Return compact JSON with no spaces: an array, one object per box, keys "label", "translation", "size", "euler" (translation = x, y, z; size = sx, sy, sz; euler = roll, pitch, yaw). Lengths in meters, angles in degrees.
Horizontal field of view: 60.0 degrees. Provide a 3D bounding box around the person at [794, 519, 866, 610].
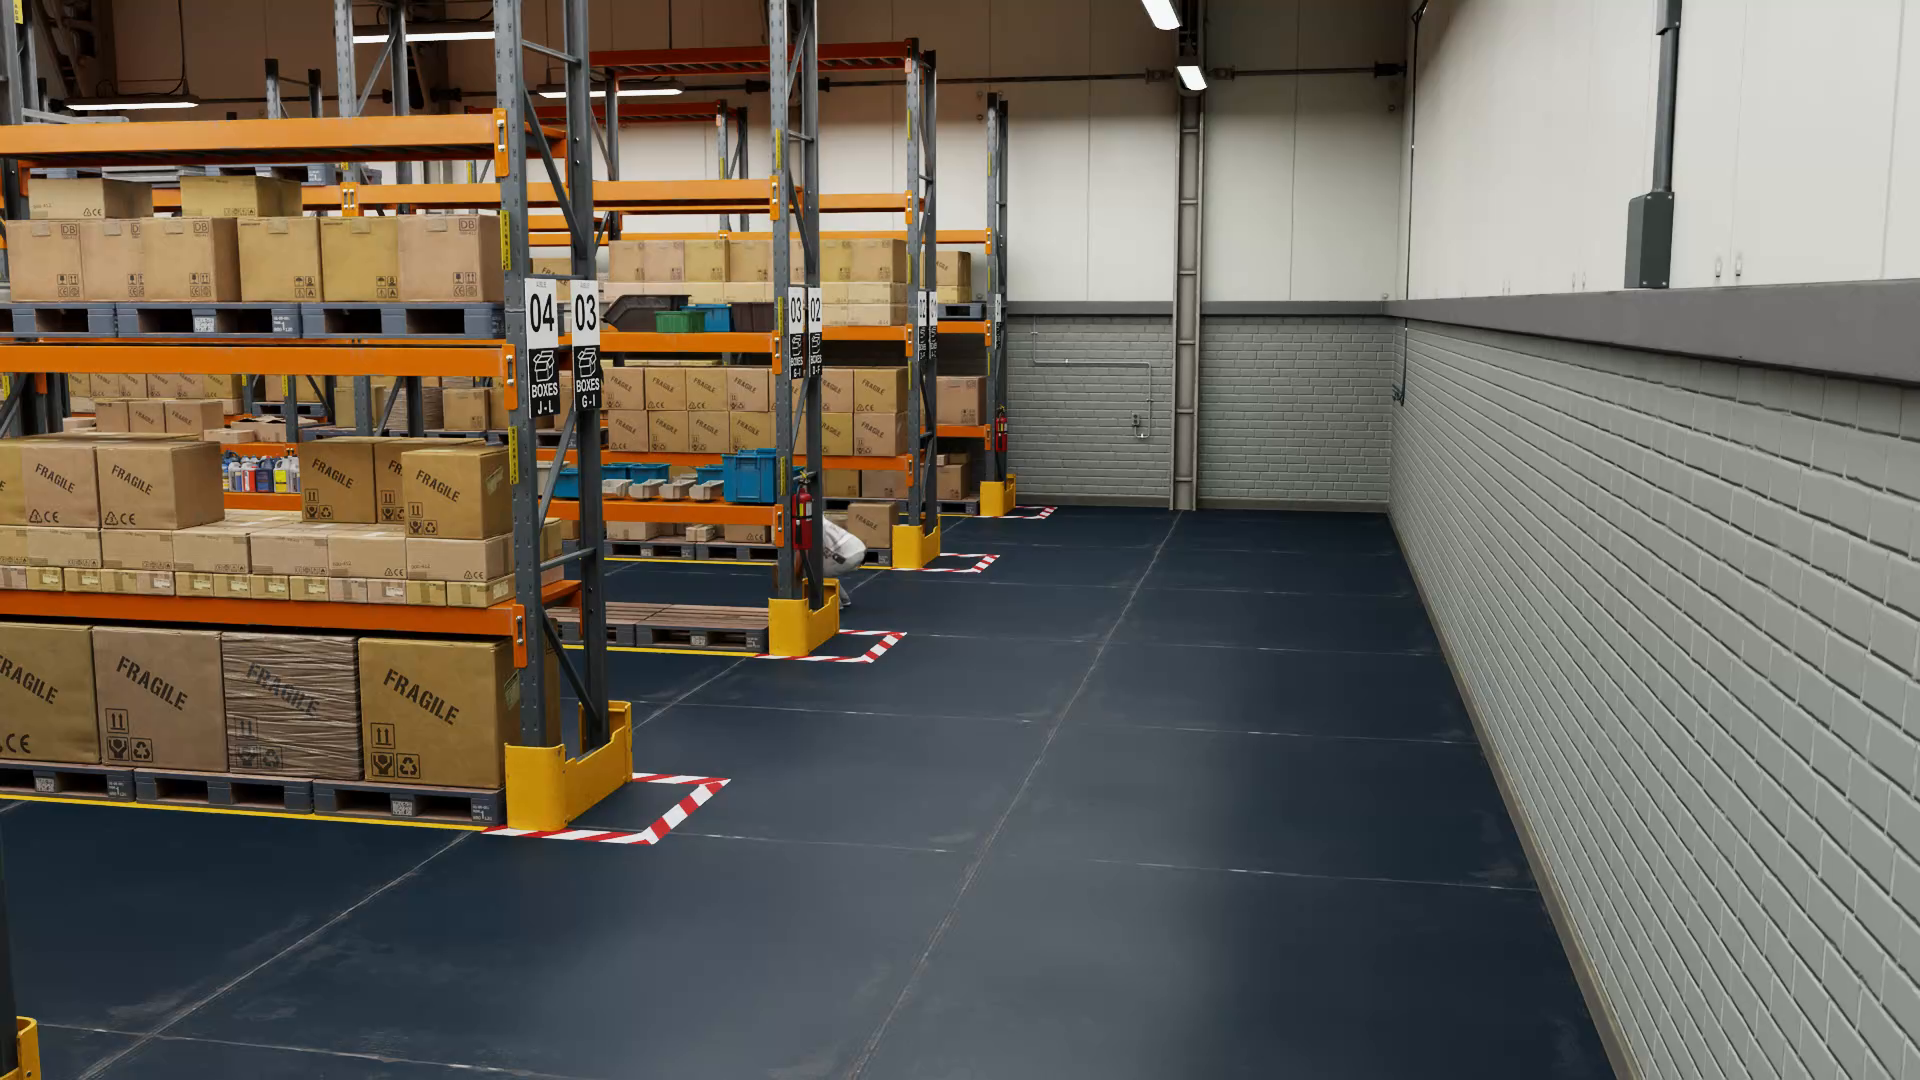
[{"label":"person","translation":[-1.383,0.193,16.785],"size":[0.836,1.016,0.530],"euler":[2,8,11]}]
